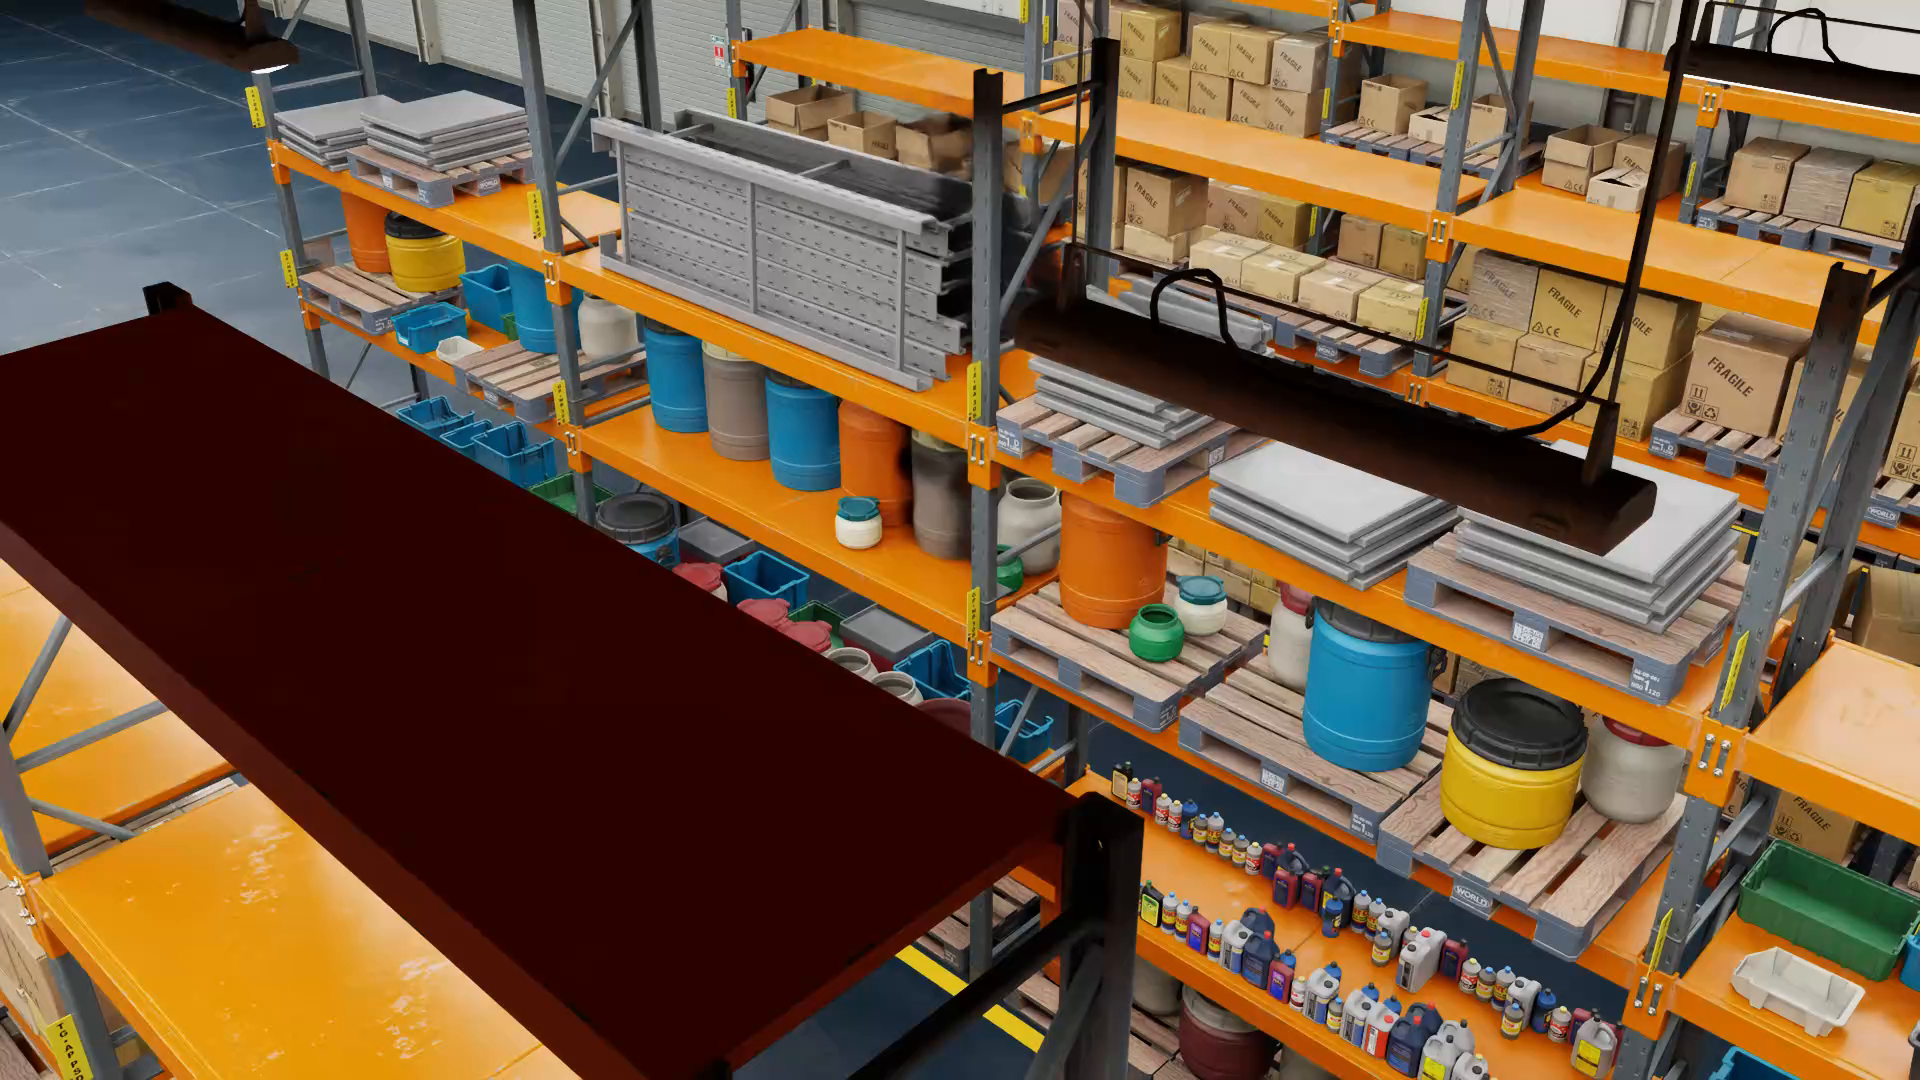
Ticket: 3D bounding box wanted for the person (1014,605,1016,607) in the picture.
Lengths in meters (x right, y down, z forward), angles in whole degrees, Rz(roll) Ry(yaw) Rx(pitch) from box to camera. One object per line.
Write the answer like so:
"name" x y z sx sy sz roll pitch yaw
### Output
"person" 0.488 0.439 13.778 0.883 1.597 0.529 15 33 24
